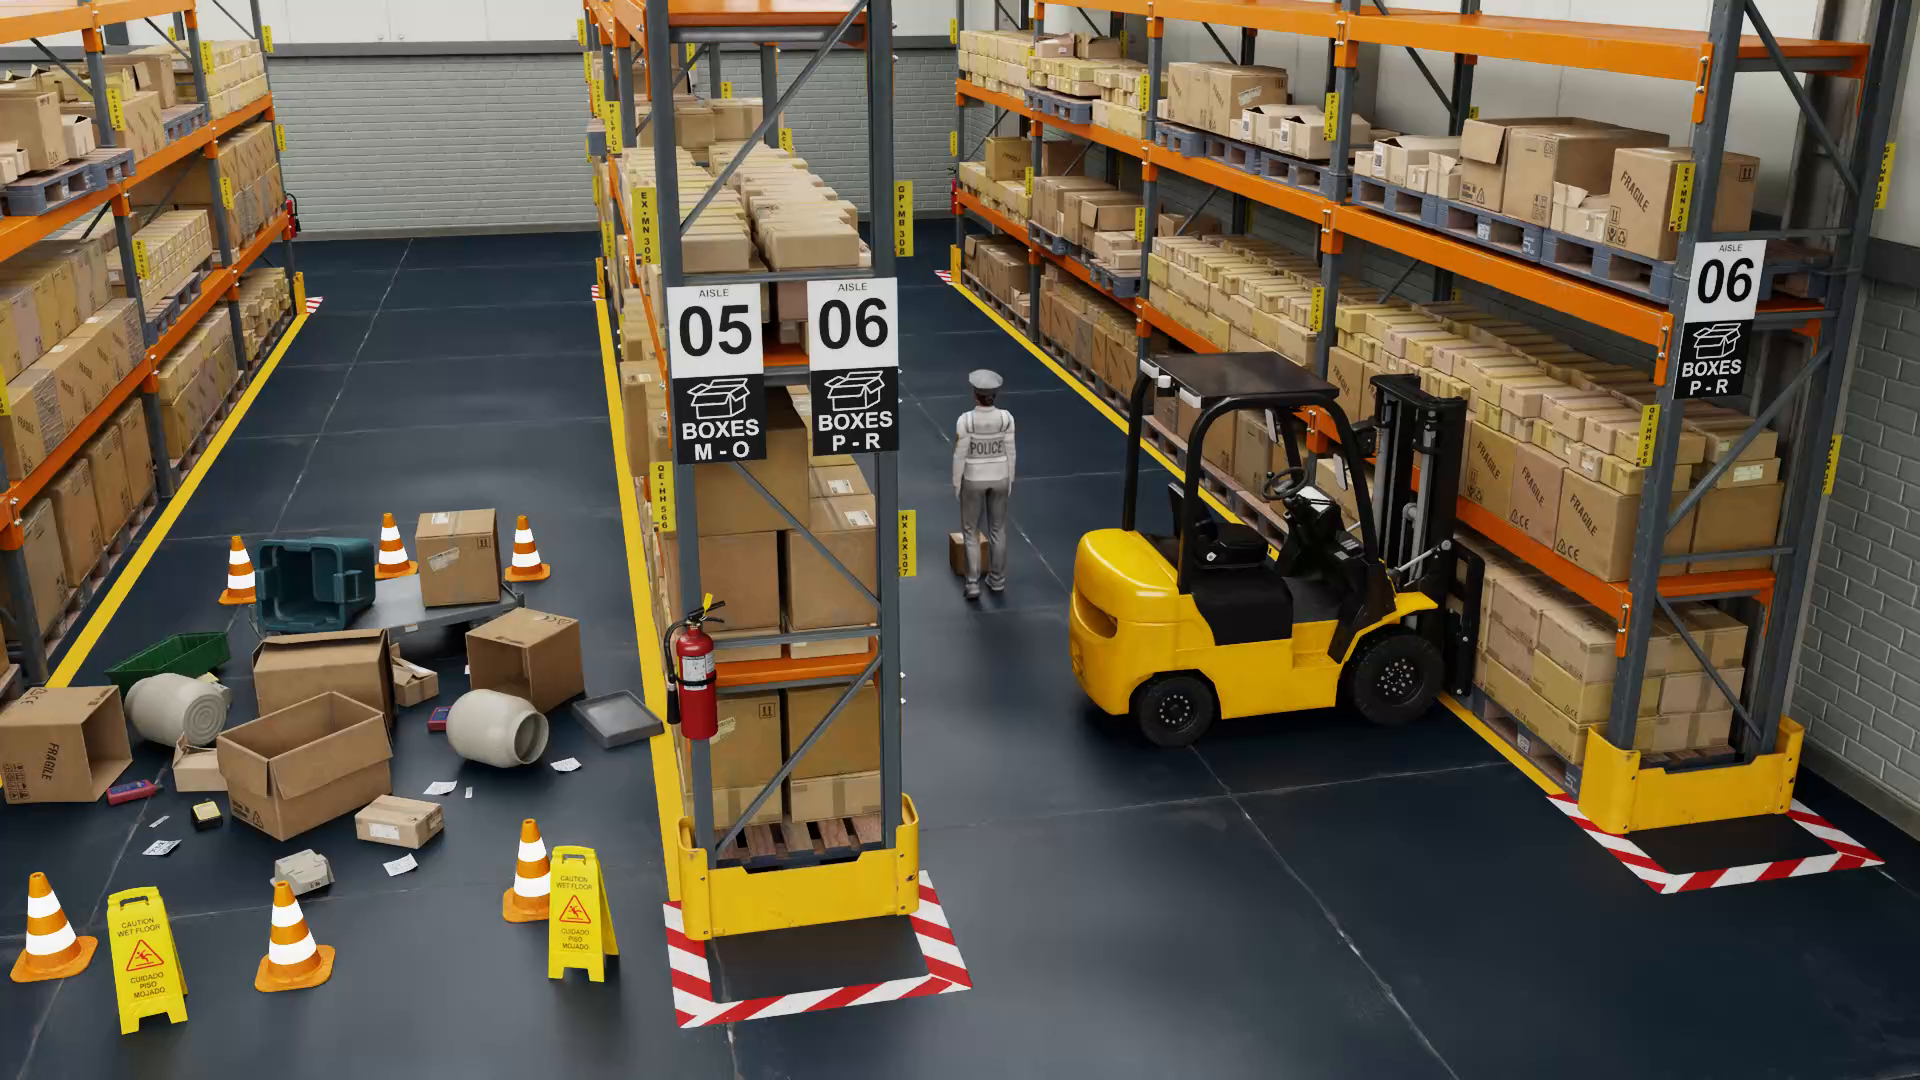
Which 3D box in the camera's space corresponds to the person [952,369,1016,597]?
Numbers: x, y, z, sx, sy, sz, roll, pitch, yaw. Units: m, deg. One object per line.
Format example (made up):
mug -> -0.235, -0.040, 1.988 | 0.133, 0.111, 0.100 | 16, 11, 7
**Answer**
person -> 0.181, -0.393, 12.218 | 0.454, 1.740, 0.390 | -4, 20, -12
